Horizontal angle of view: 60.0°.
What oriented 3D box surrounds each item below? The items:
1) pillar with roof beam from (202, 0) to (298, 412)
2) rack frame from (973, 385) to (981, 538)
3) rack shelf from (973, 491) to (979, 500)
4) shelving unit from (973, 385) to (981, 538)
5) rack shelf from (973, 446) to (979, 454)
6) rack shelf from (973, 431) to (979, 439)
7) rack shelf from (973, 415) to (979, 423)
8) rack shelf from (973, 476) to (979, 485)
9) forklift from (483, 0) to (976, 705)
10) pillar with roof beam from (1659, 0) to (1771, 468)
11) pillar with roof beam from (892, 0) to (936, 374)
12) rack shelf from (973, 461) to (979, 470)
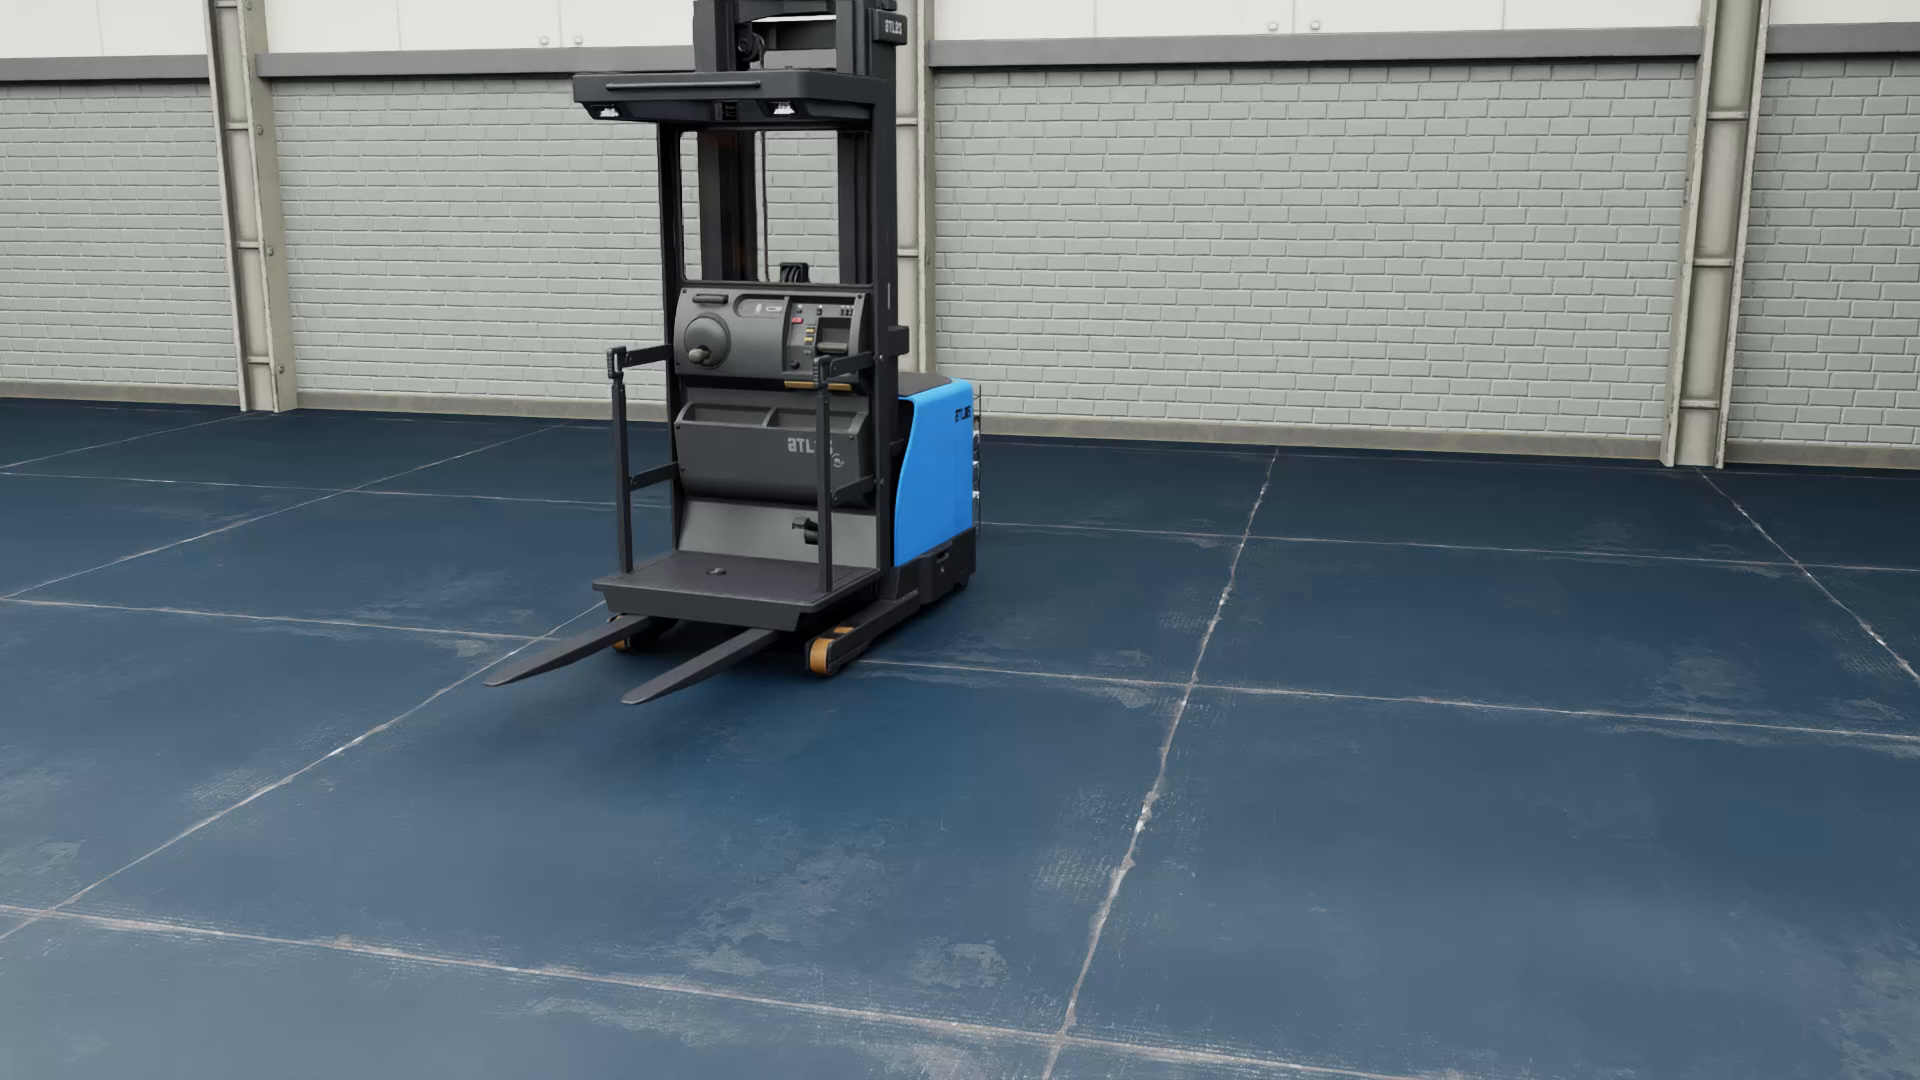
[{"bbox_3d":[-7.286,-4.674,10.026,0.400,9.000,9.100,3,13,14],"label":"pillar with roof beam"},{"bbox_3d":[0.091,-0.434,9.614,0.006,0.900,0.240,3,13,14],"label":"rack frame"},{"bbox_3d":[-0.008,-0.231,9.684,0.200,0.077,0.258,3,13,14],"label":"rack shelf"},{"bbox_3d":[-0.008,-0.440,9.638,0.210,0.900,0.258,3,13,14],"label":"shelving unit"},{"bbox_3d":[-0.008,-0.495,9.626,0.200,0.077,0.258,3,13,14],"label":"rack shelf"},{"bbox_3d":[-0.008,-0.583,9.606,0.200,0.077,0.258,3,13,14],"label":"rack shelf"},{"bbox_3d":[-0.008,-0.671,9.587,0.200,0.077,0.258,3,13,14],"label":"rack shelf"},{"bbox_3d":[-0.008,-0.319,9.665,0.200,0.077,0.258,3,13,14],"label":"rack shelf"},{"bbox_3d":[-0.934,-0.951,7.252,1.130,2.935,3.031,5,13,21],"label":"forklift"},{"bbox_3d":[4.364,-4.052,7.219,0.400,9.000,9.100,3,13,14],"label":"pillar with roof beam"},{"bbox_3d":[-1.461,-4.363,8.622,0.400,9.000,9.100,3,13,14],"label":"pillar with roof beam"},{"bbox_3d":[-0.008,-0.407,9.645,0.200,0.077,0.258,3,13,14],"label":"rack shelf"}]
